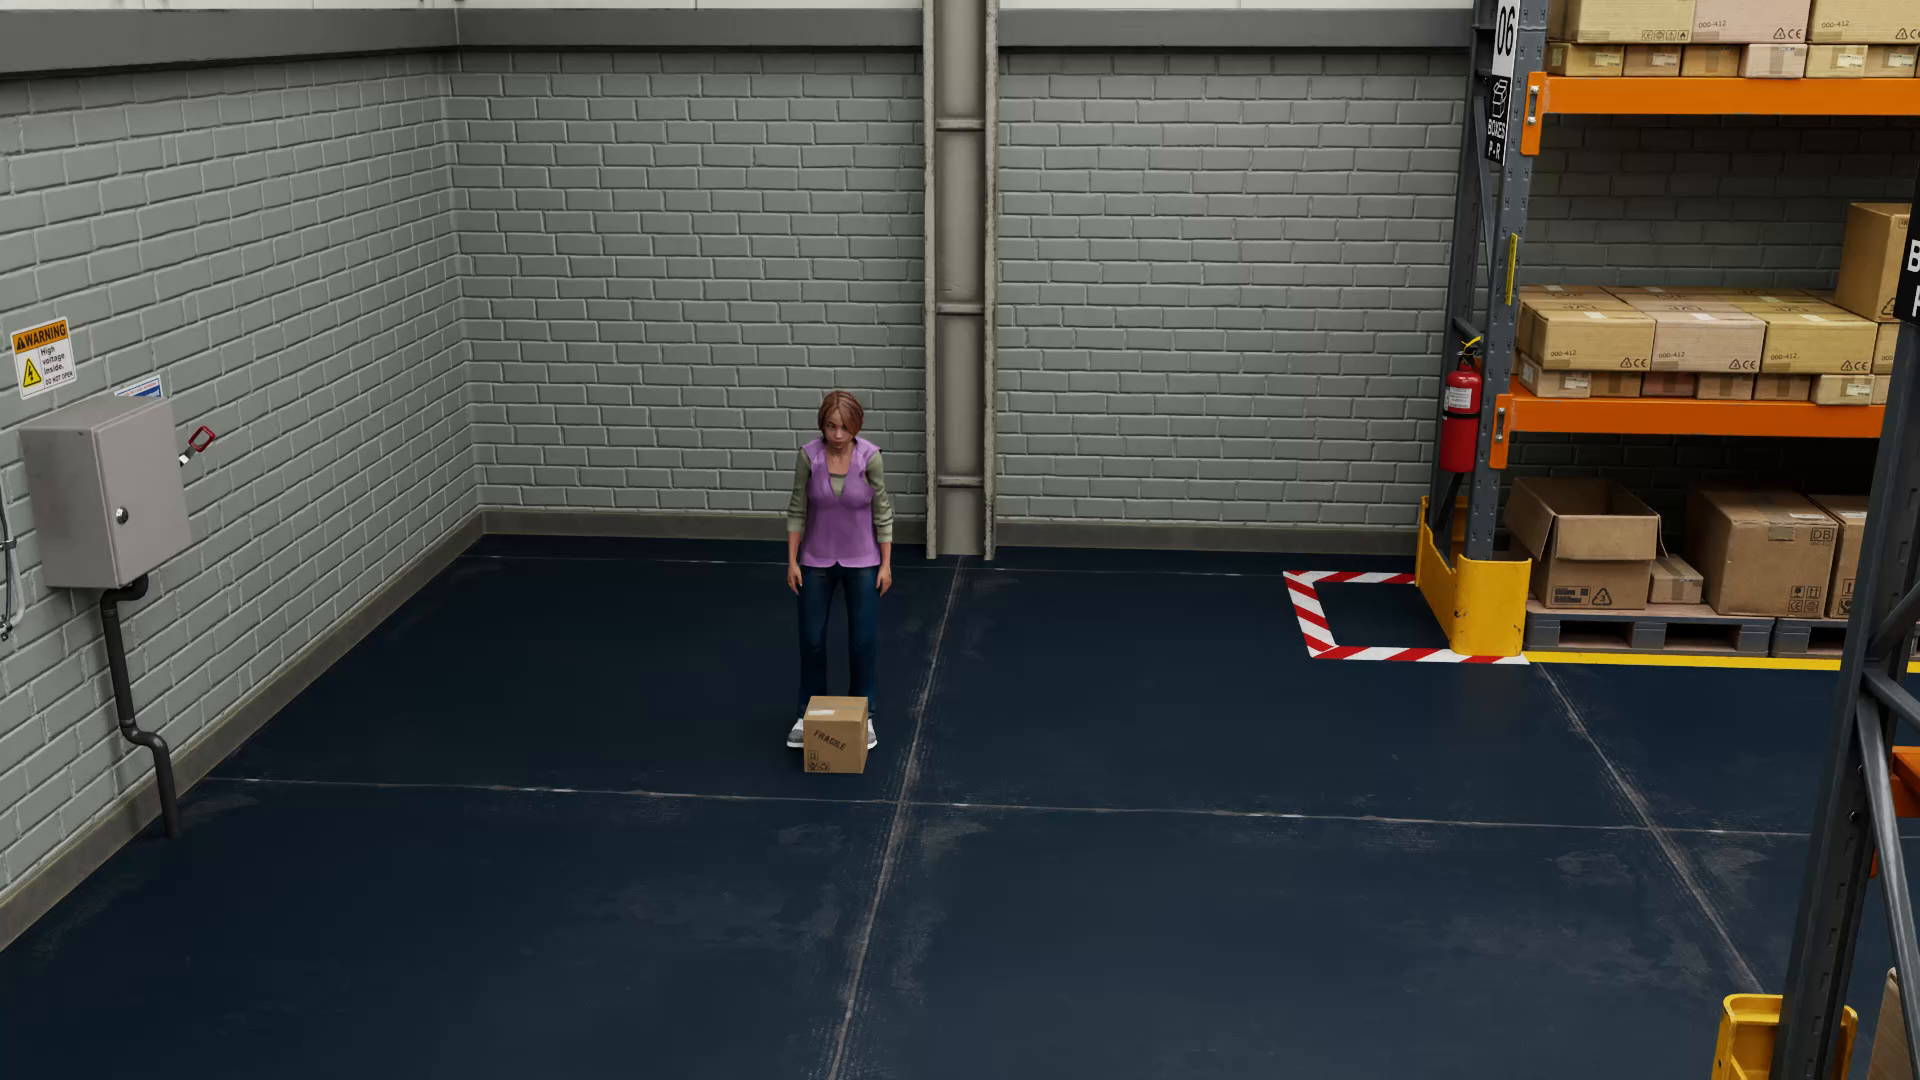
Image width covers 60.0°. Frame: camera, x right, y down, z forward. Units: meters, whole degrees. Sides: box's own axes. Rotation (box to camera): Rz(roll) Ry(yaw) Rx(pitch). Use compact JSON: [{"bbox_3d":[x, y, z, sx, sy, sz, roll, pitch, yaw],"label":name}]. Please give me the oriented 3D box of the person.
[{"bbox_3d":[-0.523,0.123,7.187,0.474,1.592,0.346,0,18,1],"label":"person"}]
